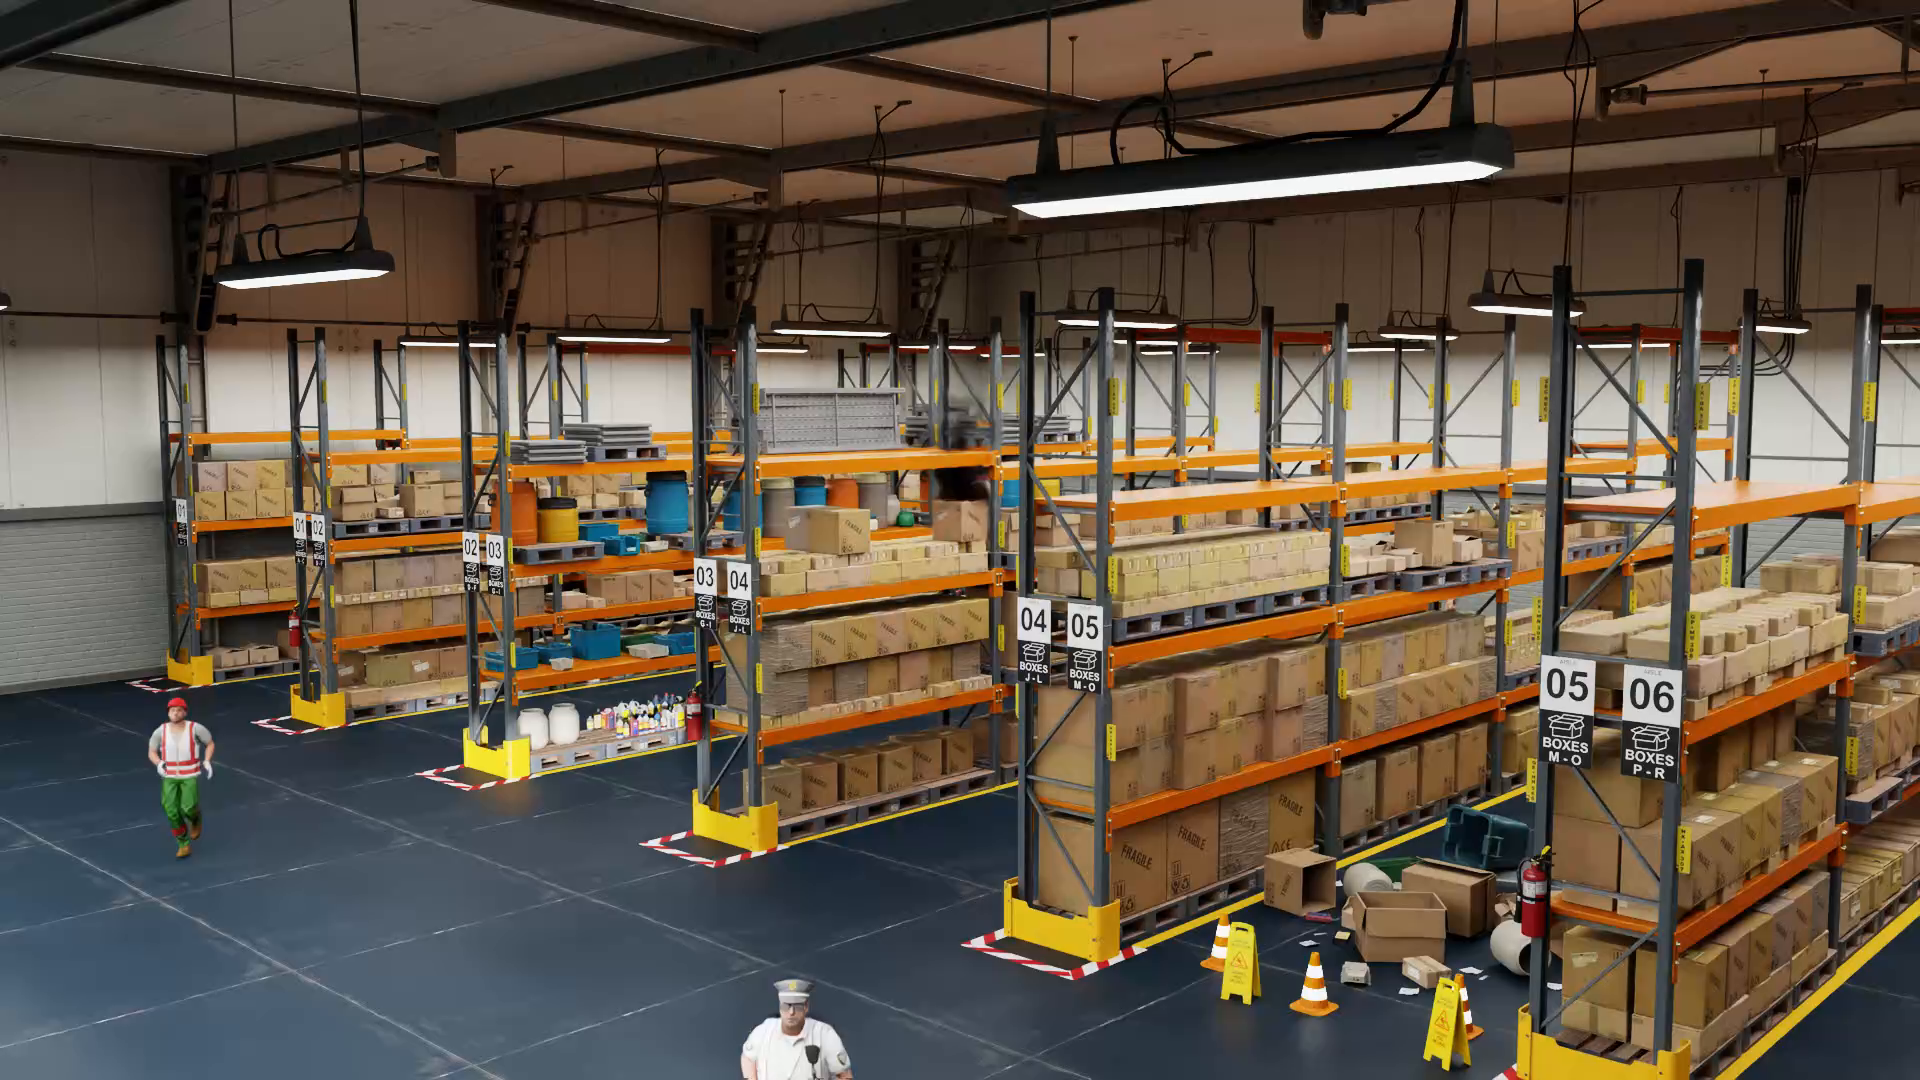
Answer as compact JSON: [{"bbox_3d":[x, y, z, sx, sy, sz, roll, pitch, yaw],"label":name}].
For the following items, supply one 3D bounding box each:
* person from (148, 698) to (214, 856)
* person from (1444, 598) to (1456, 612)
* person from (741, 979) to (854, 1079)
[{"bbox_3d":[-8.536,2.592,18.208,0.655,1.742,0.594,-1,6,-15],"label":"person"},{"bbox_3d":[8.155,1.769,27.671,0.625,1.655,0.614,3,6,30],"label":"person"},{"bbox_3d":[-0.950,3.373,9.596,0.672,1.771,0.934,0,5,1],"label":"person"}]
